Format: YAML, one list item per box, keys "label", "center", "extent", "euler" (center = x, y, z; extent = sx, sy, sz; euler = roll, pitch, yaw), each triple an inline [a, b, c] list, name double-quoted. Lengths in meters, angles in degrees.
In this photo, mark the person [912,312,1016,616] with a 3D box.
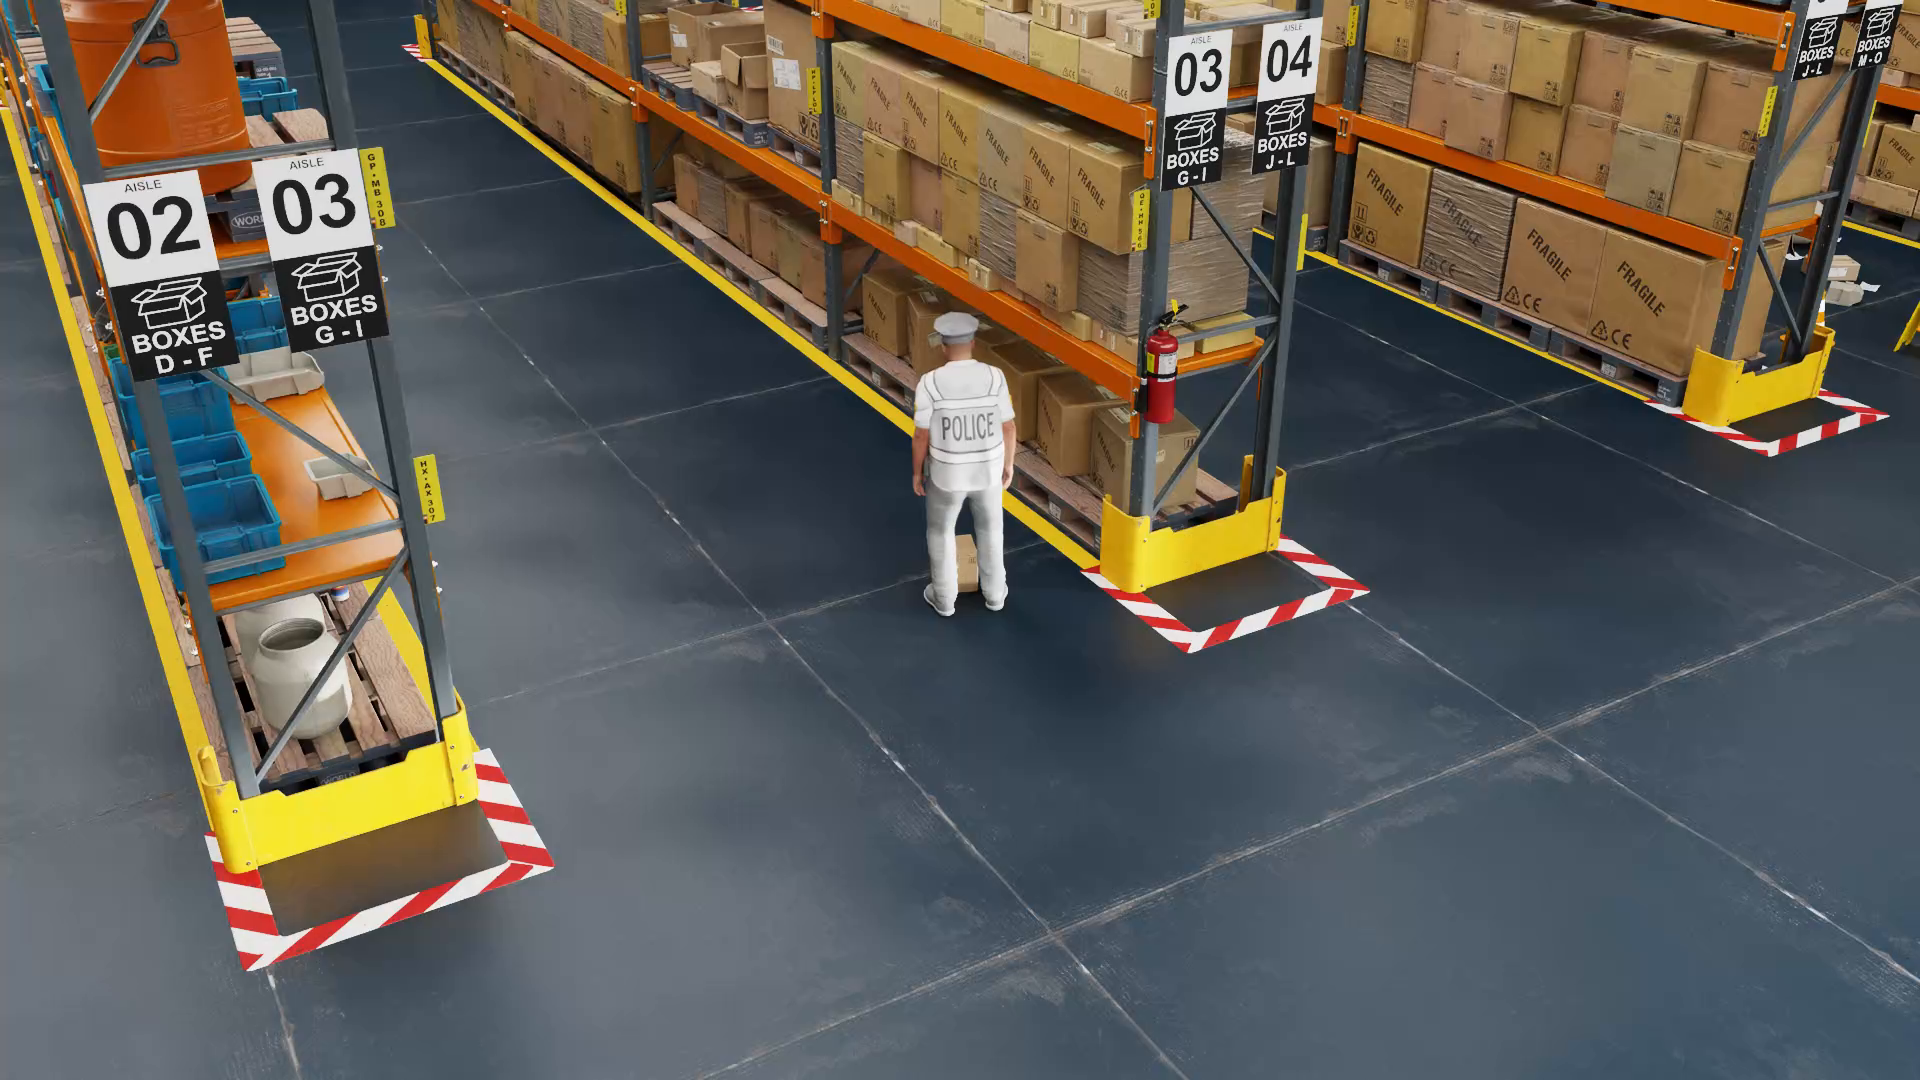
- label: "person"
  center: [0.022, -0.383, 9.253]
  extent: [0.583, 1.747, 0.437]
  euler: [-5, 29, -9]
